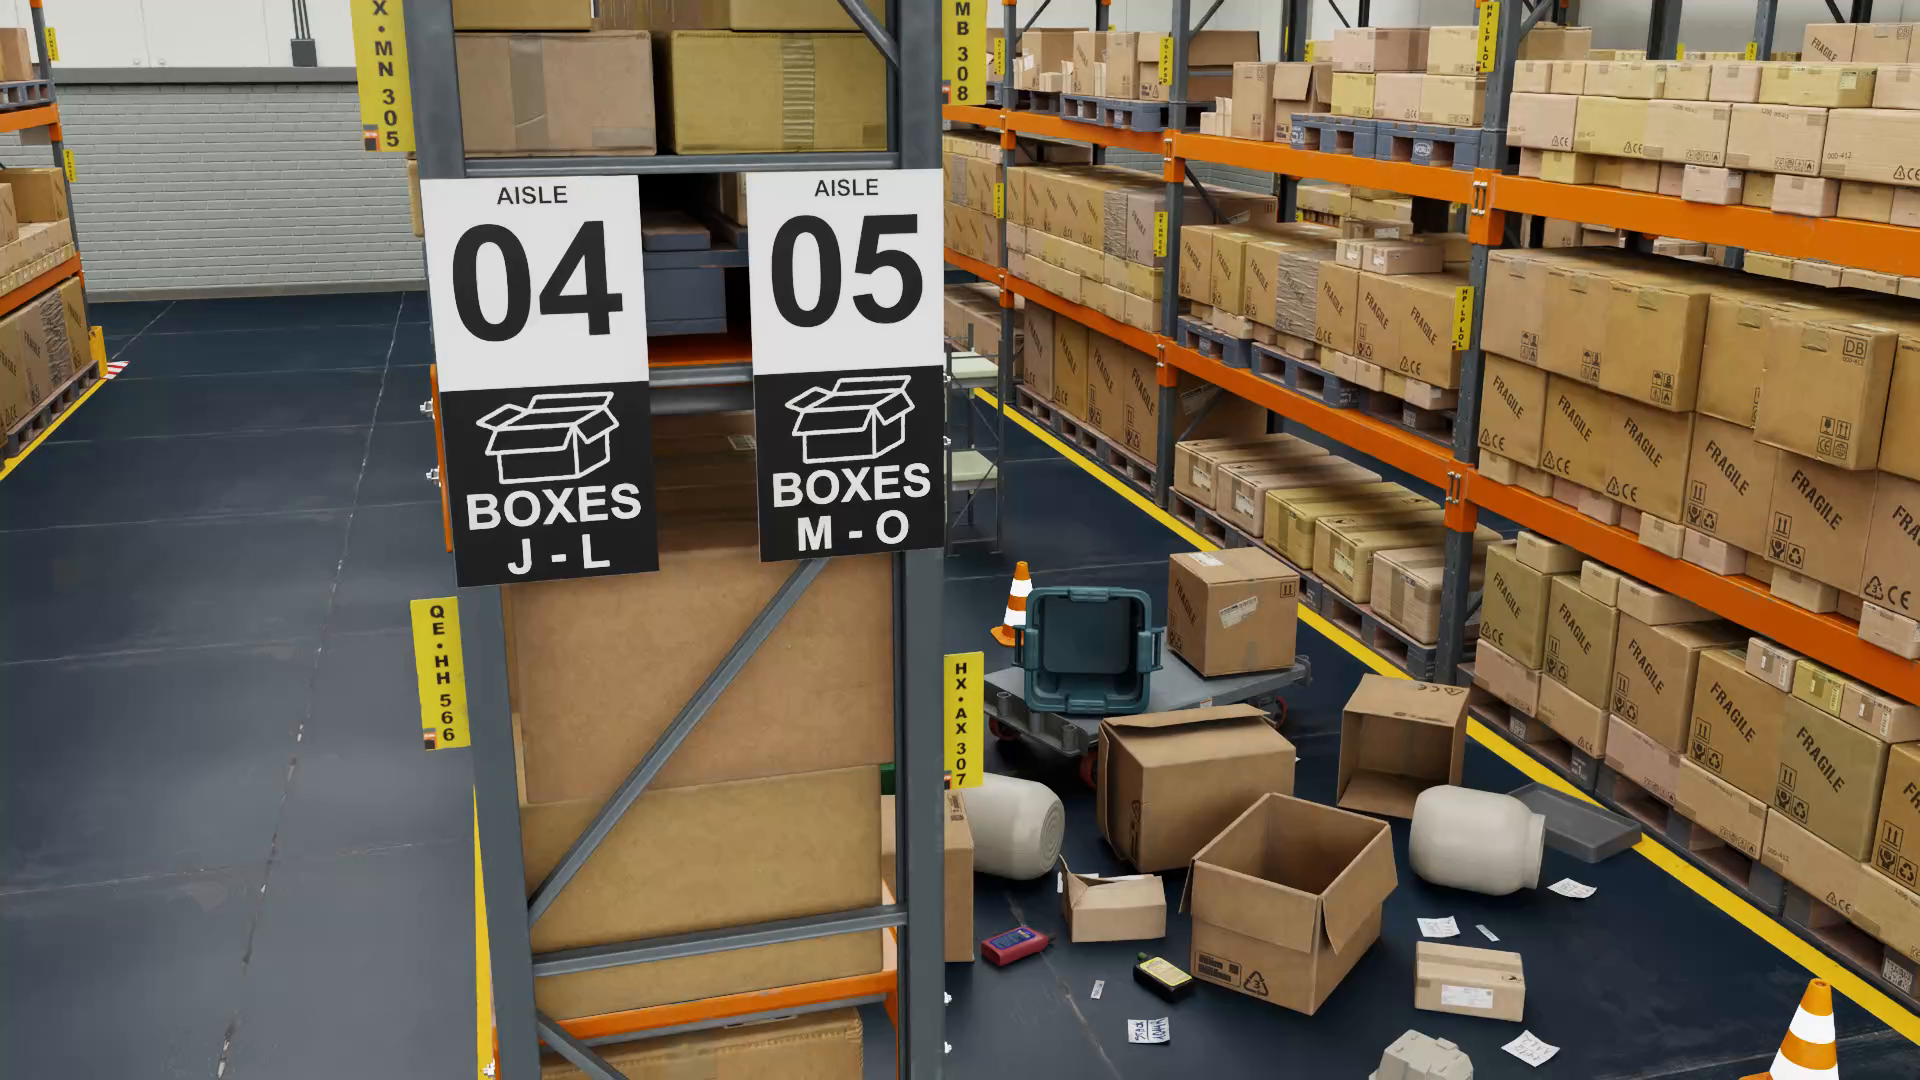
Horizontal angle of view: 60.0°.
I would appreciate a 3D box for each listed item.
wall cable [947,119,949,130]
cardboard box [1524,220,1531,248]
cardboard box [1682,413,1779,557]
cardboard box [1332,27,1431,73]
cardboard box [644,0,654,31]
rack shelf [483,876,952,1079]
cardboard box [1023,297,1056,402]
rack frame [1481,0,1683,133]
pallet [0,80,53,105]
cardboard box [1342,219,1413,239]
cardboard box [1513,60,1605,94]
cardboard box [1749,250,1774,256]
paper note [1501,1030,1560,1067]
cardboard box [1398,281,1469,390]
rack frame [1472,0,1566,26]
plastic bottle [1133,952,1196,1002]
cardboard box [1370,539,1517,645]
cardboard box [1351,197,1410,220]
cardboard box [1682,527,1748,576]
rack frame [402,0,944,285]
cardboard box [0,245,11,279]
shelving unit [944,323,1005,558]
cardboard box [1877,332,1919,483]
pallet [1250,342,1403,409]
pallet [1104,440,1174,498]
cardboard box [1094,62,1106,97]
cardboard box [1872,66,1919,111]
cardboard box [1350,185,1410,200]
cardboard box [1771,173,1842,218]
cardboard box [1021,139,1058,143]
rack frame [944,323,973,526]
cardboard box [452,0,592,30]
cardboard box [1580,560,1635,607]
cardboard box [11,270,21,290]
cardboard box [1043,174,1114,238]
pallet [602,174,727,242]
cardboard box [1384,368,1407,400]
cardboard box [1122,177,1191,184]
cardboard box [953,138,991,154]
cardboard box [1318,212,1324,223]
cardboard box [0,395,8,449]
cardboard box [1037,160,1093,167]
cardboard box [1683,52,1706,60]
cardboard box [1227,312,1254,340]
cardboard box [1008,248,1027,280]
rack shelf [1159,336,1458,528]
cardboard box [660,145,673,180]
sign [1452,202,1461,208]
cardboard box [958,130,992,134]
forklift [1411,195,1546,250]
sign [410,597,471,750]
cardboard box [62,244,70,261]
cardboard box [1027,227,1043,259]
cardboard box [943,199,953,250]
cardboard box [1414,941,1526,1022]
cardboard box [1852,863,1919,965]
[{"bbox_3d":[-0.408,-6.102,25.285,0.588,1.984,0.122,-5,17,-15],"label":"wall cable"},{"bbox_3d":[5.687,-2.951,16.066,0.396,0.266,0.258,-4,17,-13],"label":"cardboard box"},{"bbox_3d":[3.398,-0.254,6.893,0.500,0.500,0.500,-4,17,-15],"label":"cardboard box"},{"bbox_3d":[2.518,-2.859,9.702,0.500,0.250,0.500,-4,17,-14],"label":"cardboard box"},{"bbox_3d":[-0.736,-1.584,4.944,0.380,0.149,0.250,-4,17,-14],"label":"cardboard box"},{"bbox_3d":[-1.081,0.695,5.676,1.077,0.370,4.000,-5,17,-15],"label":"rack shelf"},{"bbox_3d":[1.150,-1.854,15.873,0.875,0.875,0.875,-4,17,-14],"label":"cardboard box"},{"bbox_3d":[3.101,-3.496,7.947,1.000,3.000,0.127,-5,17,-15],"label":"rack frame"},{"bbox_3d":[-9.511,-4.348,16.153,1.003,0.211,1.213,-5,17,-15],"label":"pallet"},{"bbox_3d":[2.723,-2.001,10.851,0.380,0.149,0.250,-6,18,-18],"label":"cardboard box"},{"bbox_3d":[2.874,-2.208,7.924,0.380,0.149,0.250,-5,17,-16],"label":"cardboard box"},{"bbox_3d":[6.578,-2.370,13.325,0.380,0.149,0.250,-4,17,-14],"label":"cardboard box"},{"bbox_3d":[2.027,1.802,5.901,0.148,0.019,0.142,-12,20,-34],"label":"paper note"},{"bbox_3d":[2.754,-1.124,9.058,0.500,0.500,0.500,-5,17,-16],"label":"cardboard box"},{"bbox_3d":[5.674,-6.102,16.624,1.000,3.000,0.127,-5,17,-15],"label":"rack frame"},{"bbox_3d":[0.755,1.656,6.333,0.133,0.061,0.283,-12,20,-34],"label":"plastic bottle"},{"bbox_3d":[2.955,0.290,9.610,0.950,0.372,0.625,-4,17,-15],"label":"cardboard box"},{"bbox_3d":[4.883,-3.840,19.265,0.500,0.250,0.500,-5,17,-17],"label":"cardboard box"},{"bbox_3d":[3.318,0.032,7.067,0.380,0.149,0.250,-5,17,-15],"label":"cardboard box"},{"bbox_3d":[-0.531,-1.970,2.868,1.000,3.000,0.127,-5,17,-15],"label":"rack frame"},{"bbox_3d":[-8.635,-2.411,14.509,0.500,0.250,0.500,-5,17,-16],"label":"cardboard box"},{"bbox_3d":[0.002,-0.716,11.730,0.431,1.500,0.755,-5,17,-15],"label":"shelving unit"},{"bbox_3d":[3.718,-0.450,5.807,0.700,0.500,0.500,-5,17,-15],"label":"cardboard box"},{"bbox_3d":[2.585,-1.093,10.709,1.003,0.211,1.213,-5,17,-15],"label":"pallet"},{"bbox_3d":[1.858,-0.618,13.641,1.003,0.211,1.213,-5,17,-15],"label":"pallet"},{"bbox_3d":[1.287,-3.656,13.197,0.396,0.266,0.258,-5,17,-17],"label":"cardboard box"},{"bbox_3d":[3.575,-1.645,6.051,0.380,0.149,0.250,-5,17,-17],"label":"cardboard box"},{"bbox_3d":[4.853,-4.203,19.172,0.500,0.500,0.500,-4,17,-14],"label":"cardboard box"},{"bbox_3d":[3.368,-1.330,6.389,0.380,0.149,0.250,-5,17,-16],"label":"cardboard box"},{"bbox_3d":[0.814,-4.067,17.238,0.380,0.149,0.250,-5,17,-17],"label":"cardboard box"},{"bbox_3d":[-0.099,-0.818,12.067,0.400,1.500,0.023,-5,17,-15],"label":"rack frame"},{"bbox_3d":[-0.950,-1.110,3.367,0.380,0.149,0.250,-5,17,-15],"label":"cardboard box"},{"bbox_3d":[3.123,0.189,7.726,0.380,0.149,0.250,-4,17,-13],"label":"cardboard box"},{"bbox_3d":[-8.677,-2.329,14.927,0.380,0.149,0.250,-5,17,-16],"label":"cardboard box"},{"bbox_3d":[1.049,-2.940,14.615,0.500,0.500,0.500,-5,17,-17],"label":"cardboard box"},{"bbox_3d":[-1.084,-1.033,5.118,1.003,0.211,1.213,-5,17,-15],"label":"pallet"},{"bbox_3d":[2.639,-0.898,9.435,0.380,0.149,0.250,-5,17,-17],"label":"cardboard box"},{"bbox_3d":[1.693,-2.832,14.254,0.500,0.500,0.500,-4,17,-14],"label":"cardboard box"},{"bbox_3d":[0.139,-4.158,17.542,0.380,0.149,0.250,-5,17,-15],"label":"cardboard box"},{"bbox_3d":[4.621,-3.966,20.377,0.380,0.149,0.250,-5,17,-16],"label":"cardboard box"},{"bbox_3d":[-8.431,-1.060,13.230,1.225,0.875,0.875,-5,17,-15],"label":"cardboard box"},{"bbox_3d":[1.005,-3.513,16.521,0.500,0.500,0.500,-5,17,-15],"label":"cardboard box"},{"bbox_3d":[6.302,-4.043,14.034,0.380,0.149,0.250,-5,18,-17],"label":"cardboard box"},{"bbox_3d":[2.044,-1.467,11.329,0.380,0.149,0.250,-5,17,-15],"label":"cardboard box"},{"bbox_3d":[0.770,-2.621,15.724,0.500,0.250,0.500,-5,17,-17],"label":"cardboard box"},{"bbox_3d":[2.551,-0.831,10.756,1.077,0.370,4.000,-5,17,-15],"label":"rack shelf"},{"bbox_3d":[-0.664,-1.131,4.823,0.380,0.149,0.250,-5,17,-16],"label":"cardboard box"},{"bbox_3d":[5.154,-3.598,17.213,0.100,0.325,0.005,-5,17,-15],"label":"sign"},{"bbox_3d":[0.187,-4.627,19.104,0.380,0.149,0.250,-4,17,-14],"label":"cardboard box"},{"bbox_3d":[4.368,-2.005,13.532,1.130,2.935,3.031,-5,17,-16],"label":"forklift"},{"bbox_3d":[-1.057,0.274,3.401,0.100,0.325,0.005,-5,17,-15],"label":"sign"},{"bbox_3d":[-9.238,-2.894,16.808,0.380,0.149,0.250,-5,17,-15],"label":"cardboard box"},{"bbox_3d":[0.923,-2.717,15.175,0.500,0.250,0.500,-4,17,-14],"label":"cardboard box"},{"bbox_3d":[0.101,-3.417,17.940,0.500,0.500,0.500,-4,17,-13],"label":"cardboard box"},{"bbox_3d":[1.898,1.647,6.212,0.380,0.149,0.250,4,17,13],"label":"cardboard box"},{"bbox_3d":[3.713,1.391,6.158,0.500,0.250,0.500,-5,17,-16],"label":"cardboard box"}]
